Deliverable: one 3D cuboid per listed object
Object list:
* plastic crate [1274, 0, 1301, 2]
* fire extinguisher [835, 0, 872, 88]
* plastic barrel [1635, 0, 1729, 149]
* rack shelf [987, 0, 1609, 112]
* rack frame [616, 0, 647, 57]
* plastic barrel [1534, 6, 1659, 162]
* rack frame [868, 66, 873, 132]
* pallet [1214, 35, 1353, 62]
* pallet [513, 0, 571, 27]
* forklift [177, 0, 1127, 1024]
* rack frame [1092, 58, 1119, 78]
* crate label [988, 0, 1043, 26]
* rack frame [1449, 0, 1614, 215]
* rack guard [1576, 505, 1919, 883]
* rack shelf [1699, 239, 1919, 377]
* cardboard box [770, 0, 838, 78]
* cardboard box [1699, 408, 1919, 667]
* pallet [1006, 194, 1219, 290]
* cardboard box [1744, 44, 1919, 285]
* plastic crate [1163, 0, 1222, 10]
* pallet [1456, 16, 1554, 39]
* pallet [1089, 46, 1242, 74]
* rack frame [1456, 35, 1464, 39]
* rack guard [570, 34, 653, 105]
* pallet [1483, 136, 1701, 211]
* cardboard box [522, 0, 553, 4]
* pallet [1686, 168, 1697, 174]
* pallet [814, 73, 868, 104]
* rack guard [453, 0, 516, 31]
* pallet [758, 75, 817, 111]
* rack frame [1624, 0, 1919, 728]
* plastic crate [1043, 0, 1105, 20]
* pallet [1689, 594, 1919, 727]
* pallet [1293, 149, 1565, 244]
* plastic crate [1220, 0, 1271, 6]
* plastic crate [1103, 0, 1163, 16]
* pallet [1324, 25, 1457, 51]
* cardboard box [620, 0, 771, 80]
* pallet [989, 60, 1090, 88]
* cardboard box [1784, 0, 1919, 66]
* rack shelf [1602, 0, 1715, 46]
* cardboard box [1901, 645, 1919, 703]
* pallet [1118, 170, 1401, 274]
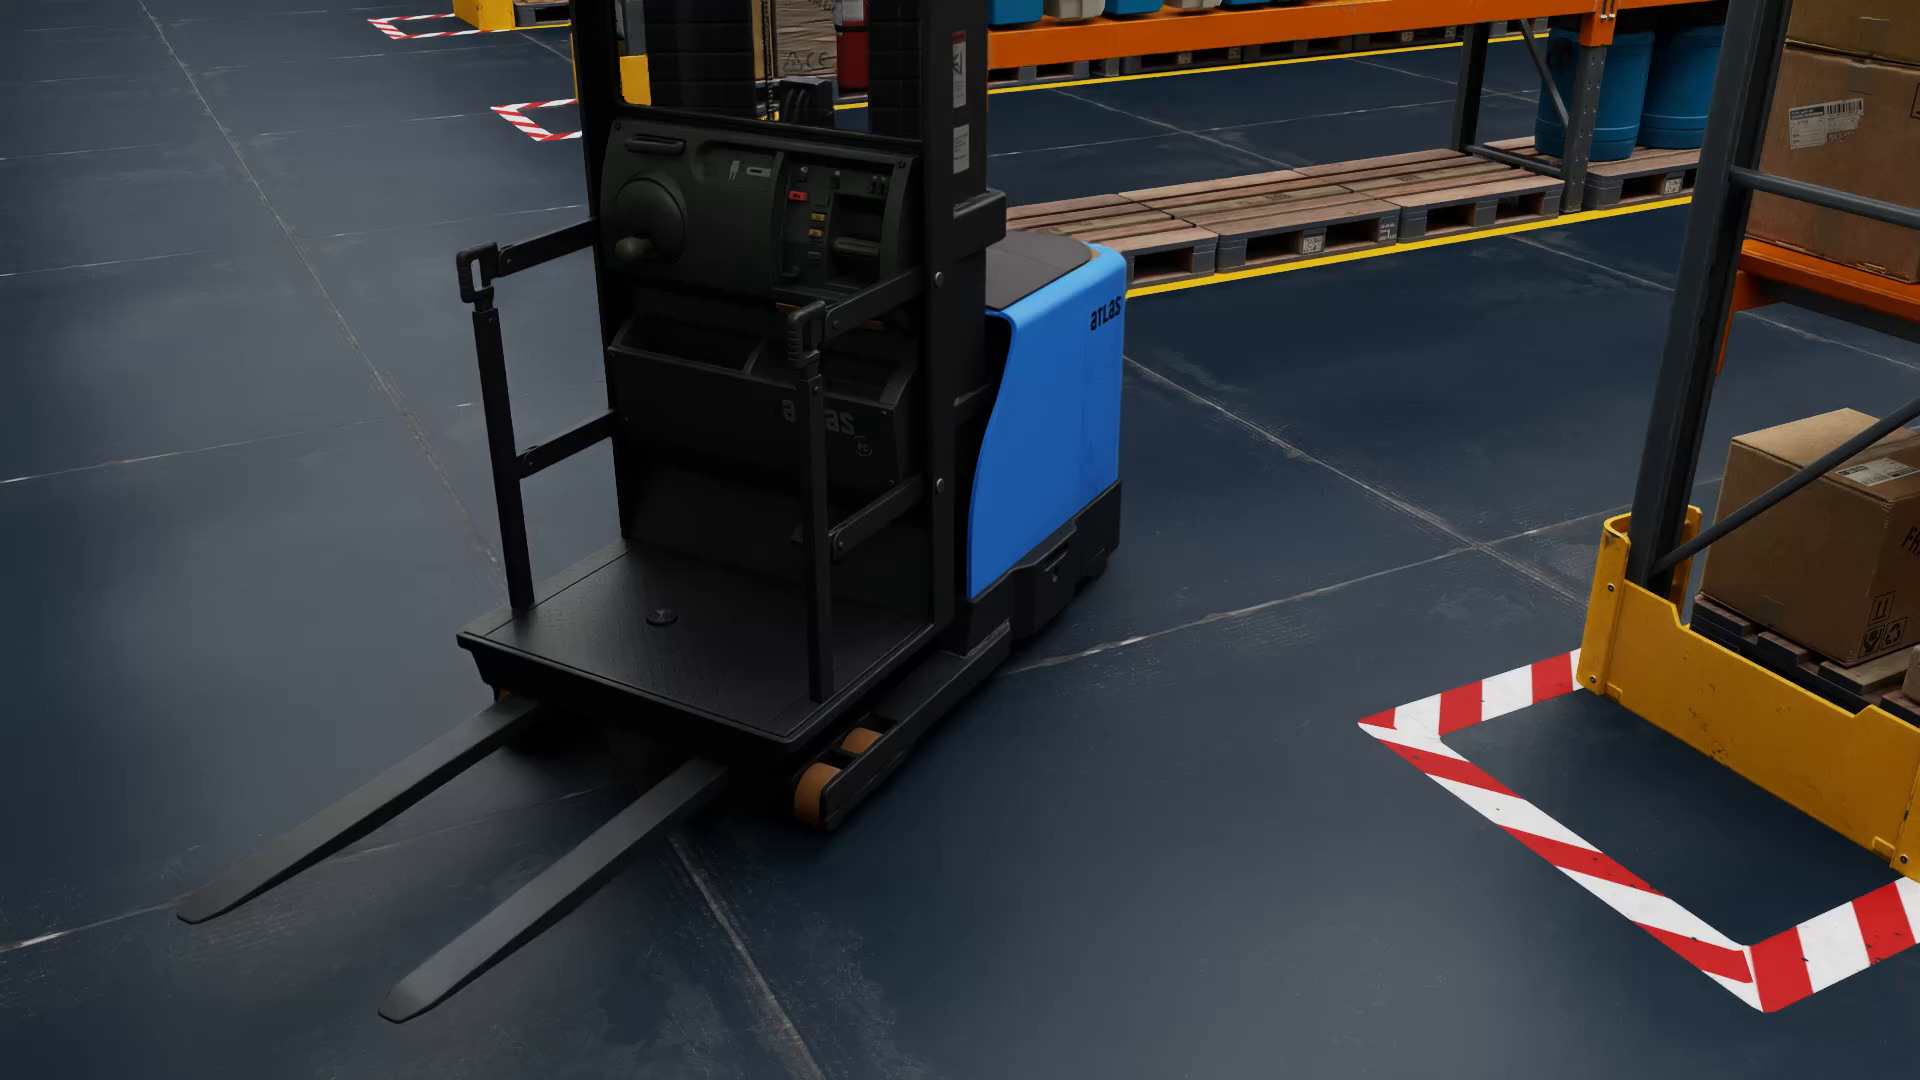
[{"bbox_3d":[1.621,-2.844,8.331,0.300,0.233,0.416,-13,29,-25],"label":"plastic crate"},{"bbox_3d":[-0.525,-2.578,8.174,0.183,0.674,0.296,-13,29,-25],"label":"fire extinguisher"},{"bbox_3d":[4.464,-2.945,10.357,0.708,0.901,0.600,-13,29,-25],"label":"plastic barrel"},{"bbox_3d":[1.586,-2.721,8.783,4.000,0.370,1.077,-13,29,-25],"label":"rack shelf"},{"bbox_3d":[-2.509,-4.530,11.719,0.127,3.000,1.000,-13,29,-25],"label":"rack frame"},{"bbox_3d":[3.839,-2.800,10.056,0.708,0.901,0.600,-13,29,-25],"label":"plastic barrel"},{"bbox_3d":[-0.178,-2.638,7.779,0.127,3.000,1.000,-13,29,-25],"label":"rack frame"},{"bbox_3d":[2.744,-4.523,14.928,1.213,0.211,1.003,-13,29,-25],"label":"pallet"},{"bbox_3d":[-3.953,-5.355,16.659,1.213,0.211,1.003,-13,29,-25],"label":"pallet"},{"bbox_3d":[-0.637,-0.813,4.057,1.130,2.935,3.031,14,29,27],"label":"forklift"},{"bbox_3d":[1.021,-5.344,13.416,0.127,3.000,1.000,-13,29,-25],"label":"rack frame"},{"bbox_3d":[0.194,-2.514,7.645,0.303,0.233,0.416,-13,29,-25],"label":"crate label"},{"bbox_3d":[3.351,-3.453,9.476,0.127,3.000,1.000,-13,29,-25],"label":"rack frame"},{"bbox_3d":[2.216,0.366,4.411,0.348,0.500,1.175,-13,29,-25],"label":"rack guard"},{"bbox_3d":[3.914,-0.829,4.841,4.000,0.370,1.077,-13,29,-25],"label":"rack shelf"},{"bbox_3d":[-1.179,-4.107,12.809,0.875,0.875,0.875,-13,29,-25],"label":"cardboard box"},{"bbox_3d":[2.513,-0.022,4.710,0.500,0.500,0.500,-13,29,-25],"label":"cardboard box"},{"bbox_3d":[0.568,-1.534,8.702,1.213,0.211,1.003,-13,29,-25],"label":"pallet"},{"bbox_3d":[2.416,-0.986,4.222,0.500,0.500,0.500,-12,28,-24],"label":"cardboard box"},{"bbox_3d":[1.115,-2.643,8.024,0.298,0.136,0.250,-13,29,-25],"label":"plastic crate"},{"bbox_3d":[5.240,-5.061,16.046,1.213,0.211,1.003,-13,29,-25],"label":"pallet"},{"bbox_3d":[1.666,-4.273,14.406,1.213,0.211,1.003,-13,29,-25],"label":"pallet"},{"bbox_3d":[4.550,-6.159,15.112,0.127,3.000,1.000,-13,29,-25],"label":"rack frame"},{"bbox_3d":[-2.530,-3.398,12.250,0.348,0.500,1.175,-13,29,-25],"label":"rack guard"},{"bbox_3d":[4.052,-2.337,10.374,1.213,0.211,1.003,-13,29,-25],"label":"pallet"},{"bbox_3d":[-4.141,-5.333,16.201,0.250,0.149,0.380,-12,28,-24],"label":"cardboard box"},{"bbox_3d":[5.129,-2.587,10.895,1.213,0.211,1.003,-13,29,-25],"label":"pallet"},{"bbox_3d":[-0.765,-3.712,13.238,1.213,0.211,1.003,-13,29,-25],"label":"pallet"},{"bbox_3d":[-4.687,-5.333,16.280,0.348,0.500,1.175,-13,29,-25],"label":"rack guard"},{"bbox_3d":[-1.840,-3.465,12.724,1.213,0.211,1.003,-13,29,-25],"label":"pallet"},{"bbox_3d":[2.149,-0.746,3.837,0.127,3.000,1.000,-13,29,-25],"label":"rack frame"},{"bbox_3d":[0.516,-2.505,7.736,0.298,0.136,0.250,-13,29,-25],"label":"plastic crate"},{"bbox_3d":[2.919,0.333,4.812,1.213,0.211,1.003,-13,29,-25],"label":"pallet"},{"bbox_3d":[2.721,-2.031,9.737,1.213,0.211,1.003,-13,29,-25],"label":"pallet"},{"bbox_3d":[1.356,-2.782,8.204,0.300,0.233,0.416,-13,29,-25],"label":"plastic crate"},{"bbox_3d":[0.775,-2.648,7.924,0.300,0.233,0.416,-13,29,-25],"label":"plastic crate"},{"bbox_3d":[3.819,-4.770,15.441,1.213,0.211,1.003,-13,29,-25],"label":"pallet"},{"bbox_3d":[-1.982,-3.922,12.423,0.875,0.875,0.875,-13,29,-25],"label":"cardboard box"},{"bbox_3d":[0.313,-3.962,13.759,1.213,0.211,1.003,-13,29,-25],"label":"pallet"},{"bbox_3d":[2.413,-1.437,4.007,0.500,0.500,0.500,-13,29,-26],"label":"cardboard box"},{"bbox_3d":[5.116,-3.536,10.480,4.000,0.370,1.077,-13,29,-25],"label":"rack shelf"},{"bbox_3d":[2.680,0.387,4.263,0.250,0.149,0.380,-13,29,-25],"label":"cardboard box"},{"bbox_3d":[1.643,-1.781,9.215,1.213,0.211,1.003,-13,29,-25],"label":"pallet"}]
